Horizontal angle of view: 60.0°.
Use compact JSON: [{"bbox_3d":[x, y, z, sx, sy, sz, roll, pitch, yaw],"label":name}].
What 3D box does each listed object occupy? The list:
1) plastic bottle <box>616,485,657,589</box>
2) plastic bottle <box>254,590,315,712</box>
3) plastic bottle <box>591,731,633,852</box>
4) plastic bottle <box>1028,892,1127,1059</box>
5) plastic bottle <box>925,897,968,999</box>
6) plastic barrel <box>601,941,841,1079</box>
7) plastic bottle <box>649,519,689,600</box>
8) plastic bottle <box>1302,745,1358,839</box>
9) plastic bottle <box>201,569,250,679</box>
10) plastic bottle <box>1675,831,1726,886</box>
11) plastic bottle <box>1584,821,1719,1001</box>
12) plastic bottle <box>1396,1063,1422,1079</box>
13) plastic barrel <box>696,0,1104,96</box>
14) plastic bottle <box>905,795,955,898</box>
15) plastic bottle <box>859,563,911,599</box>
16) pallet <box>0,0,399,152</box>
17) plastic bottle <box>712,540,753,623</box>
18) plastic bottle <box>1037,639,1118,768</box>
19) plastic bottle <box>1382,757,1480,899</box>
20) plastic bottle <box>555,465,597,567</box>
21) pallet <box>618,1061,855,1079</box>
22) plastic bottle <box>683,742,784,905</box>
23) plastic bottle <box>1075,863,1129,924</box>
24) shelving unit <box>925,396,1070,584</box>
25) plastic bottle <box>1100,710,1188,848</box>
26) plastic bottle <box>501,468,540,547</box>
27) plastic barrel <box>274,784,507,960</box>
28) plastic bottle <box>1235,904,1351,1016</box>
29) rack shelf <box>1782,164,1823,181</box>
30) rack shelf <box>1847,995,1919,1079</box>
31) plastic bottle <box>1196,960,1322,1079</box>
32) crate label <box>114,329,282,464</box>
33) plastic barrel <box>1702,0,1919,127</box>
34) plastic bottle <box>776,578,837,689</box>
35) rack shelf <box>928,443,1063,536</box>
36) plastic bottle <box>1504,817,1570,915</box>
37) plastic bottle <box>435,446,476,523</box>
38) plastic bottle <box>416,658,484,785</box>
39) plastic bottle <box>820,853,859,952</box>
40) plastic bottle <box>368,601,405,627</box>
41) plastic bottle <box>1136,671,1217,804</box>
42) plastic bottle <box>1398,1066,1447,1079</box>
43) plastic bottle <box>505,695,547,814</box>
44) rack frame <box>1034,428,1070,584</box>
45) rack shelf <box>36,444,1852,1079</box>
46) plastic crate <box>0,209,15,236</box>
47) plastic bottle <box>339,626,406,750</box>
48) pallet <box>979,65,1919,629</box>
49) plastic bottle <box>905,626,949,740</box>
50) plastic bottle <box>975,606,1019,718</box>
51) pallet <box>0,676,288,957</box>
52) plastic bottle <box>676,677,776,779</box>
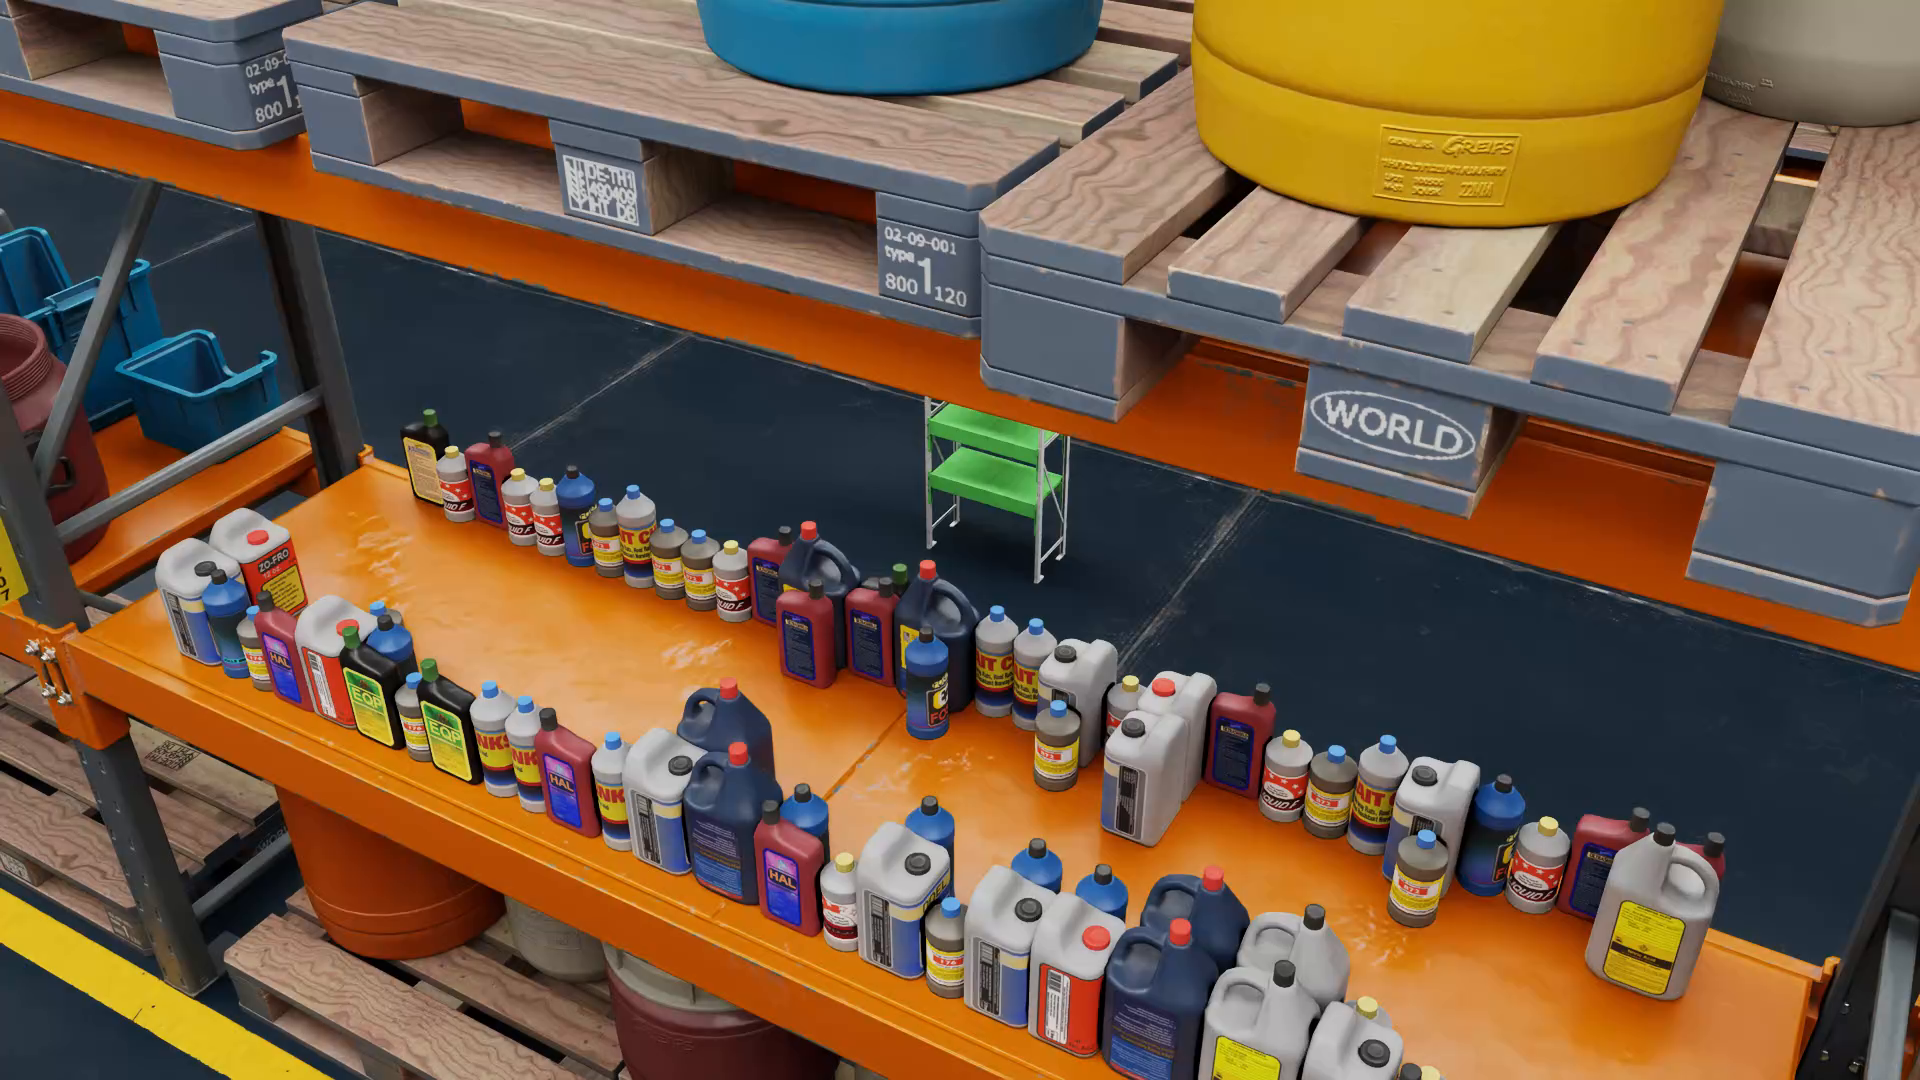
[{"bbox_3d":[-0.808,-0.015,4.183,0.097,0.271,0.097,0,34,0],"label":"plastic bottle"},{"bbox_3d":[-1.523,0.250,3.774,0.133,0.283,0.061,18,37,24],"label":"plastic bottle"},{"bbox_3d":[-0.696,0.505,3.401,0.097,0.271,0.097,0,34,0],"label":"plastic bottle"},{"bbox_3d":[0.215,0.774,2.993,0.135,0.276,0.152,18,37,24],"label":"plastic bottle"},{"bbox_3d":[-0.016,0.749,3.098,0.097,0.201,0.097,0,34,0],"label":"plastic bottle"},{"bbox_3d":[-0.587,1.080,4.218,0.708,0.588,0.600,18,37,24],"label":"plastic barrel"},{"bbox_3d":[-0.724,0.041,4.162,0.097,0.201,0.097,0,34,0],"label":"plastic bottle"},{"bbox_3d":[0.770,0.514,3.451,0.097,0.201,0.097,0,34,0],"label":"plastic bottle"},{"bbox_3d":[-1.698,0.187,3.878,0.097,0.271,0.097,0,34,0],"label":"plastic bottle"},{"bbox_3d":[1.366,0.657,3.163,0.133,0.283,0.061,18,37,24],"label":"plastic bottle"},{"bbox_3d":[1.292,0.671,3.081,0.185,0.351,0.144,18,37,24],"label":"plastic bottle"},{"bbox_3d":[0.746,0.968,2.695,0.133,0.283,0.061,18,37,24],"label":"plastic bottle"},{"bbox_3d":[-0.085,-1.113,2.178,0.708,0.901,0.600,18,37,24],"label":"plastic barrel"},{"bbox_3d":[-0.058,0.610,3.244,0.097,0.271,0.097,0,34,0],"label":"plastic bottle"},{"bbox_3d":[-0.169,0.171,3.893,0.133,0.283,0.061,18,37,24],"label":"plastic bottle"},{"bbox_3d":[-1.385,-1.098,3.157,1.213,0.211,1.003,18,37,24],"label":"pallet"},{"bbox_3d":[-0.555,0.094,4.081,0.097,0.201,0.097,0,34,0],"label":"plastic bottle"},{"bbox_3d":[0.254,0.337,3.650,0.135,0.276,0.152,18,37,24],"label":"plastic bottle"},{"bbox_3d":[0.942,0.555,3.323,0.135,0.276,0.152,18,37,24],"label":"plastic bottle"},{"bbox_3d":[-0.977,-0.069,4.263,0.097,0.271,0.097,0,34,0],"label":"plastic bottle"},{"bbox_3d":[-0.240,1.508,4.295,1.213,0.211,1.003,18,37,24],"label":"pallet"},{"bbox_3d":[-0.445,0.537,3.282,0.185,0.351,0.144,18,37,24],"label":"plastic bottle"},{"bbox_3d":[0.260,0.711,3.092,0.097,0.271,0.097,0,34,0],"label":"plastic bottle"},{"bbox_3d":[0.144,-0.454,6.349,0.503,1.200,0.258,18,37,24],"label":"shelving unit"},{"bbox_3d":[0.380,0.474,3.444,0.135,0.276,0.152,18,37,24],"label":"plastic bottle"},{"bbox_3d":[-1.146,-0.093,4.363,0.097,0.201,0.097,0,34,0],"label":"plastic bottle"},{"bbox_3d":[-1.567,0.669,4.618,0.708,0.830,0.600,18,37,24],"label":"plastic barrel"},{"bbox_3d":[0.583,0.770,2.932,0.185,0.351,0.144,18,37,24],"label":"plastic bottle"},{"bbox_3d":[2.197,-1.719,7.274,4.000,0.370,1.077,18,37,24],"label":"rack shelf"},{"bbox_3d":[3.209,1.764,2.044,4.000,0.370,1.077,18,37,24],"label":"rack shelf"},{"bbox_3d":[0.512,0.840,2.827,0.185,0.351,0.144,18,37,24],"label":"plastic bottle"},{"bbox_3d":[-2.180,-0.412,4.814,0.416,0.233,0.303,18,37,24],"label":"crate label"},{"bbox_3d":[1.140,-0.831,2.084,0.433,0.535,0.433,0,34,0],"label":"plastic barrel"},{"bbox_3d":[-0.356,0.203,3.844,0.133,0.283,0.061,18,37,24],"label":"plastic bottle"},{"bbox_3d":[0.144,-0.201,6.518,0.480,0.148,0.258,18,37,24],"label":"rack shelf"},{"bbox_3d":[1.141,0.631,3.275,0.097,0.201,0.097,0,34,0],"label":"plastic bottle"},{"bbox_3d":[-1.347,-0.157,4.458,0.097,0.201,0.097,0,34,0],"label":"plastic bottle"},{"bbox_3d":[-1.090,0.387,3.568,0.133,0.283,0.061,18,37,24],"label":"plastic bottle"},{"bbox_3d":[-0.218,0.686,3.194,0.097,0.201,0.097,0,34,0],"label":"plastic bottle"},{"bbox_3d":[-1.338,0.234,3.872,0.097,0.201,0.097,0,34,0],"label":"plastic bottle"},{"bbox_3d":[0.455,0.401,3.554,0.135,0.276,0.152,18,37,24],"label":"plastic bottle"},{"bbox_3d":[0.770,0.959,2.782,0.097,0.201,0.097,0,34,0],"label":"plastic bottle"},{"bbox_3d":[-0.896,0.442,3.497,0.097,0.271,0.097,0,34,0],"label":"plastic bottle"},{"bbox_3d":[0.356,-0.387,6.248,0.015,1.200,0.240,18,37,24],"label":"rack frame"},{"bbox_3d":[-0.264,0.664,3.696,4.000,0.370,1.077,18,37,24],"label":"rack shelf"},{"bbox_3d":[-3.252,-0.804,5.193,0.583,0.464,0.402,18,37,24],"label":"plastic crate"},{"bbox_3d":[-1.290,0.323,3.663,0.133,0.283,0.061,18,37,24],"label":"plastic bottle"},{"bbox_3d":[0.743,-0.424,2.145,1.003,0.211,1.213,18,37,24],"label":"pallet"},{"bbox_3d":[-0.074,0.310,3.695,0.097,0.271,0.097,0,34,0],"label":"plastic bottle"},{"bbox_3d":[0.083,0.267,3.759,0.097,0.271,0.097,0,34,0],"label":"plastic bottle"},{"bbox_3d":[-2.654,0.743,5.443,1.213,0.211,1.003,18,37,24],"label":"pallet"},{"bbox_3d":[-0.486,0.426,3.448,0.185,0.351,0.144,18,37,24],"label":"plastic bottle"}]
